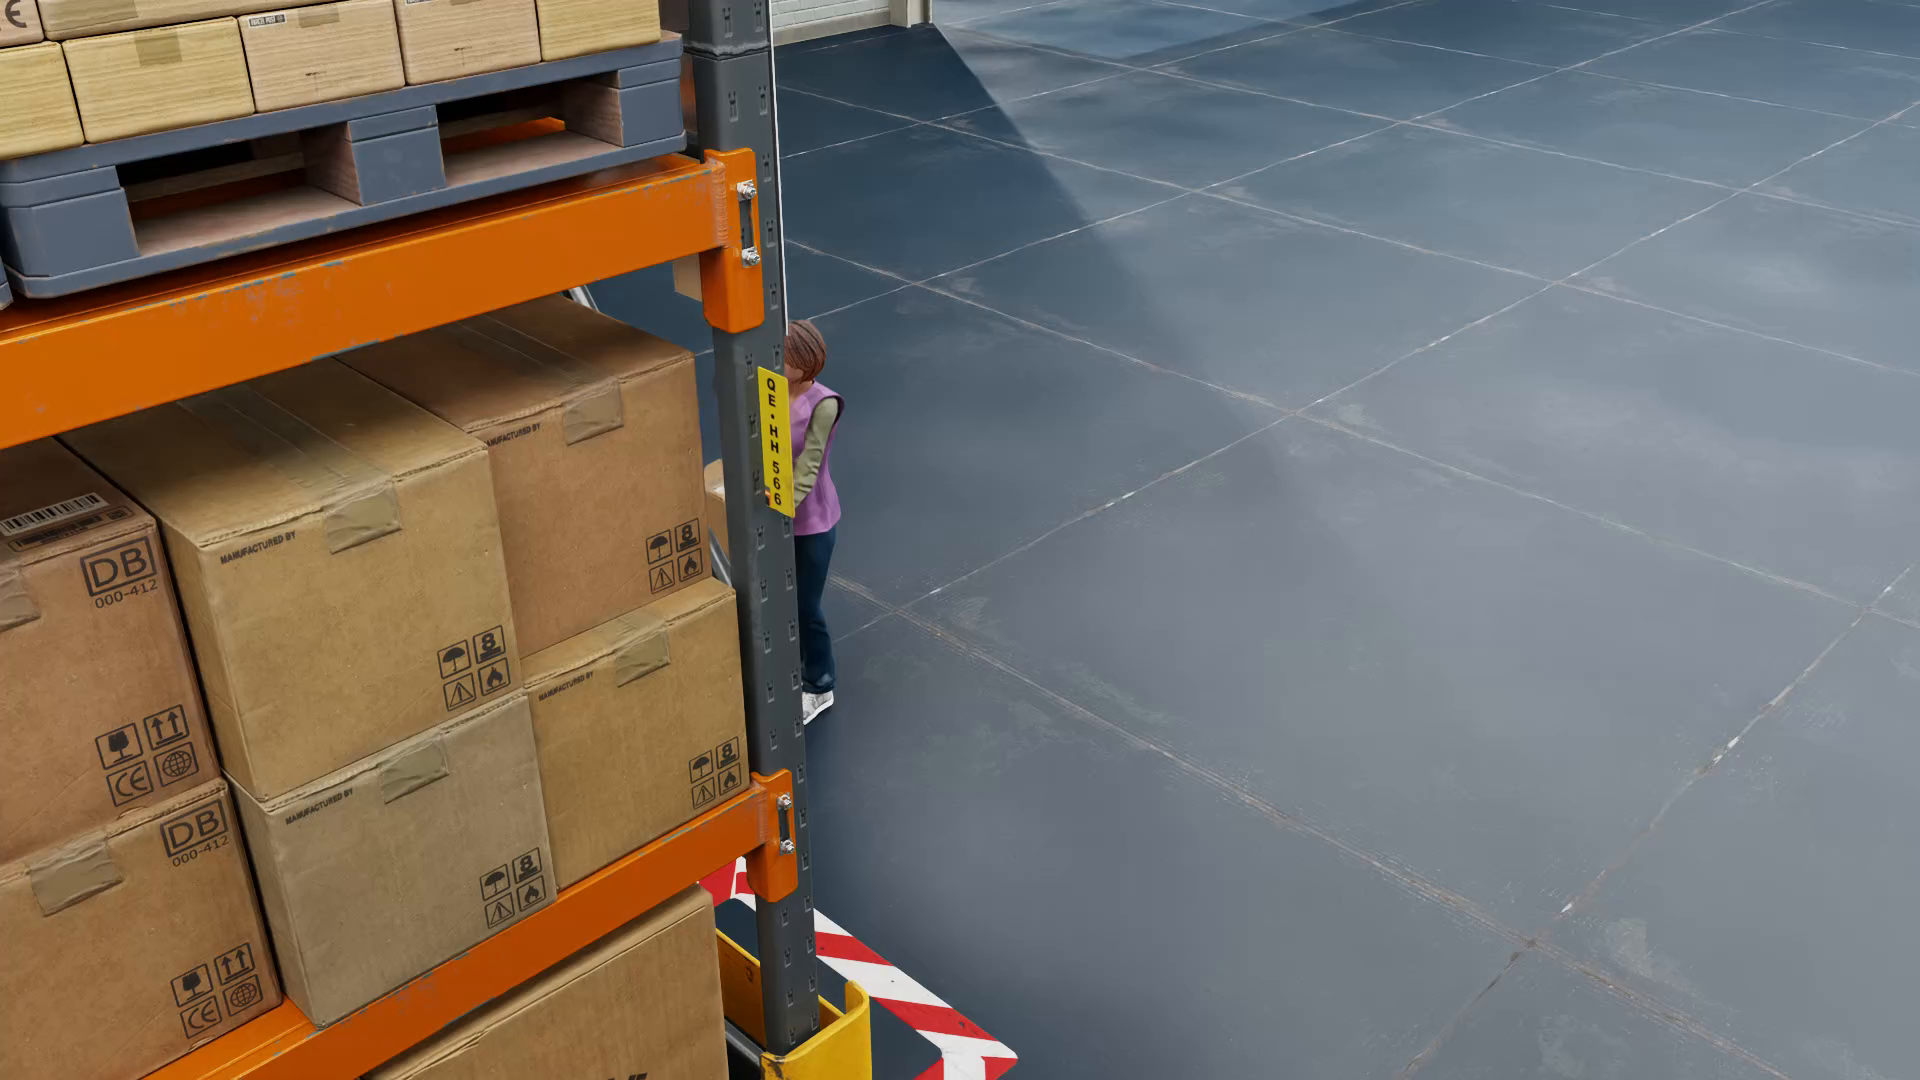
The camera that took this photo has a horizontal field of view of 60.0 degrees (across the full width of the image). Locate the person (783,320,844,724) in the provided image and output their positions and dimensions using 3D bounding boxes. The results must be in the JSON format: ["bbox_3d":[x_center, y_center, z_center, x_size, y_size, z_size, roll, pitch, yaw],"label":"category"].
[{"bbox_3d":[-0.682,-0.037,6.212,0.490,1.591,0.405,-25,37,-38],"label":"person"}]
